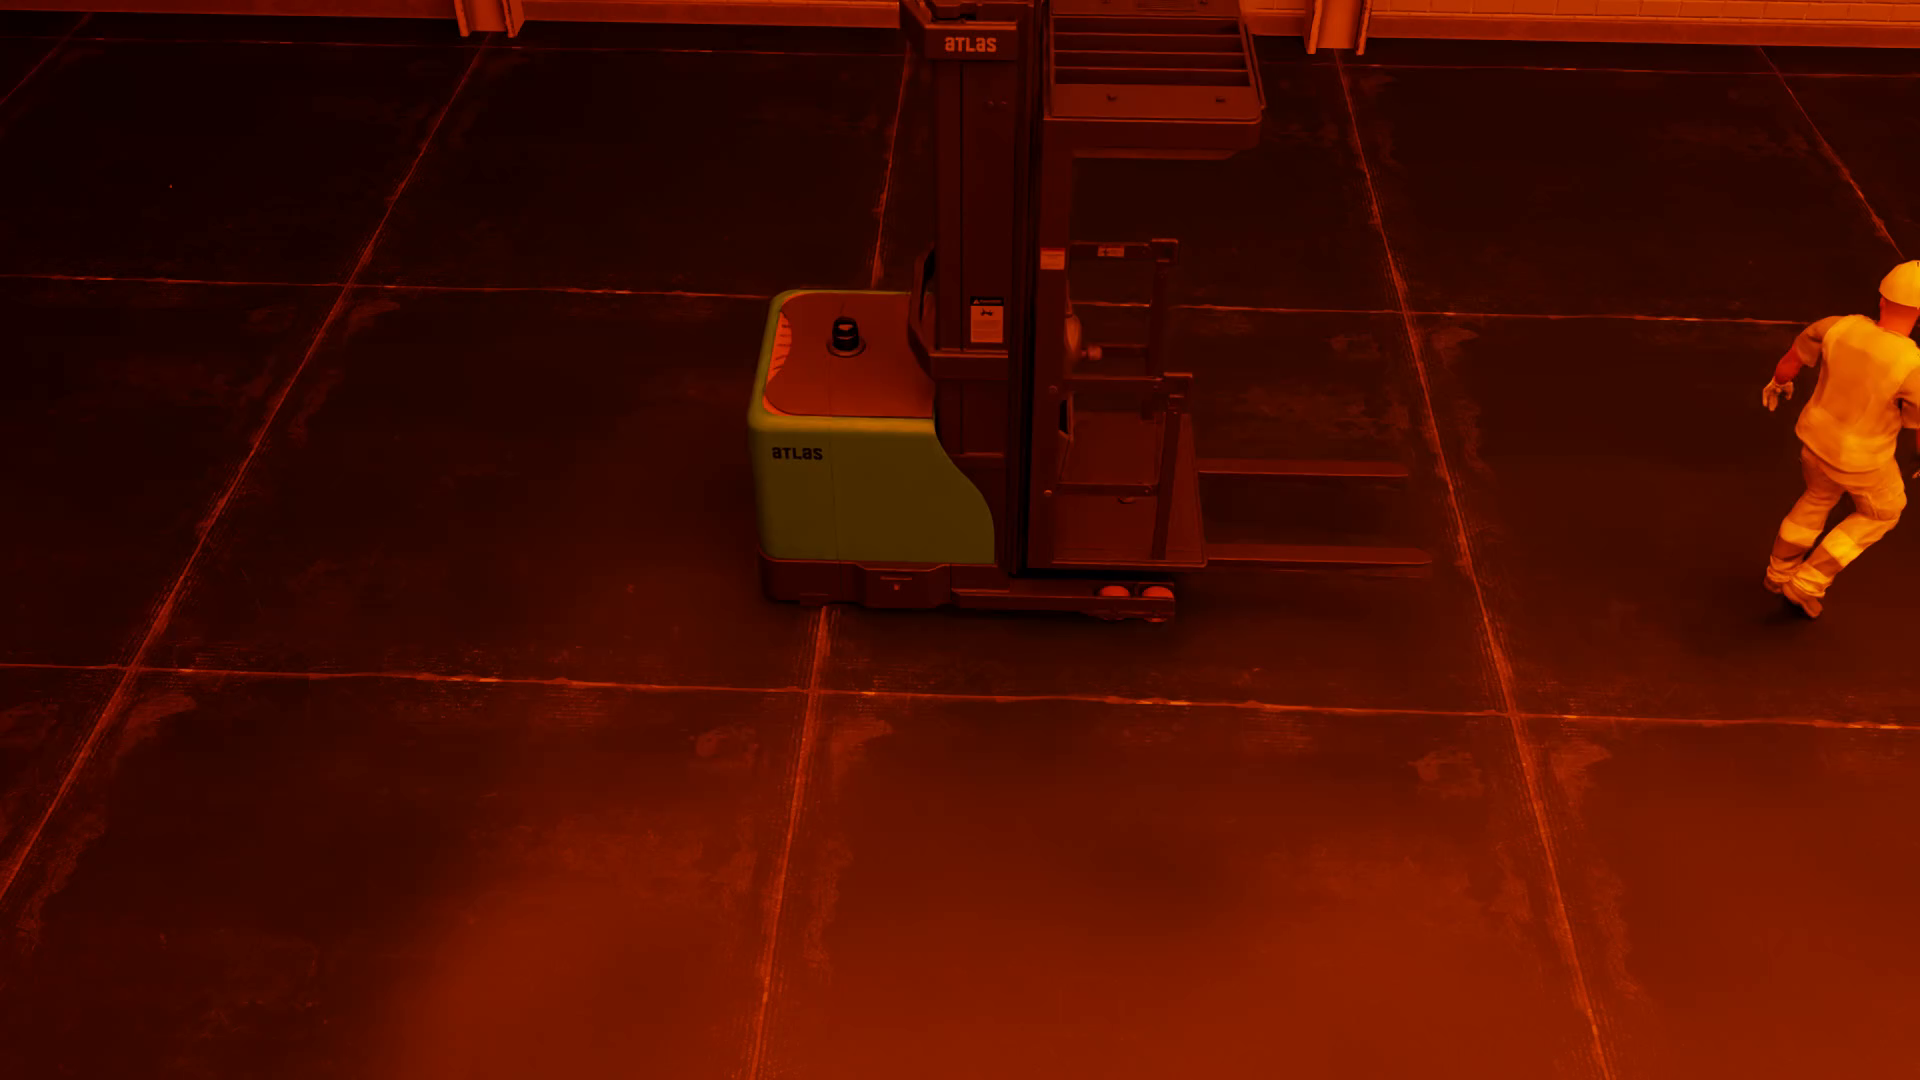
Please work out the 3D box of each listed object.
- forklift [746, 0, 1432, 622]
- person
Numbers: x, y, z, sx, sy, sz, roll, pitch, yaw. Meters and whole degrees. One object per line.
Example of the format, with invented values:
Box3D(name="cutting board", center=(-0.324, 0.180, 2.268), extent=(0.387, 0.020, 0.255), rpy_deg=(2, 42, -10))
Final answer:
Box3D(name="forklift", center=(0.622, -1.079, 6.925), extent=(3.031, 2.935, 1.130), rpy_deg=(1, 42, 1))
Box3D(name="person", center=(3.785, -0.449, 7.113), extent=(0.483, 1.748, 0.784), rpy_deg=(-15, 44, -15))
